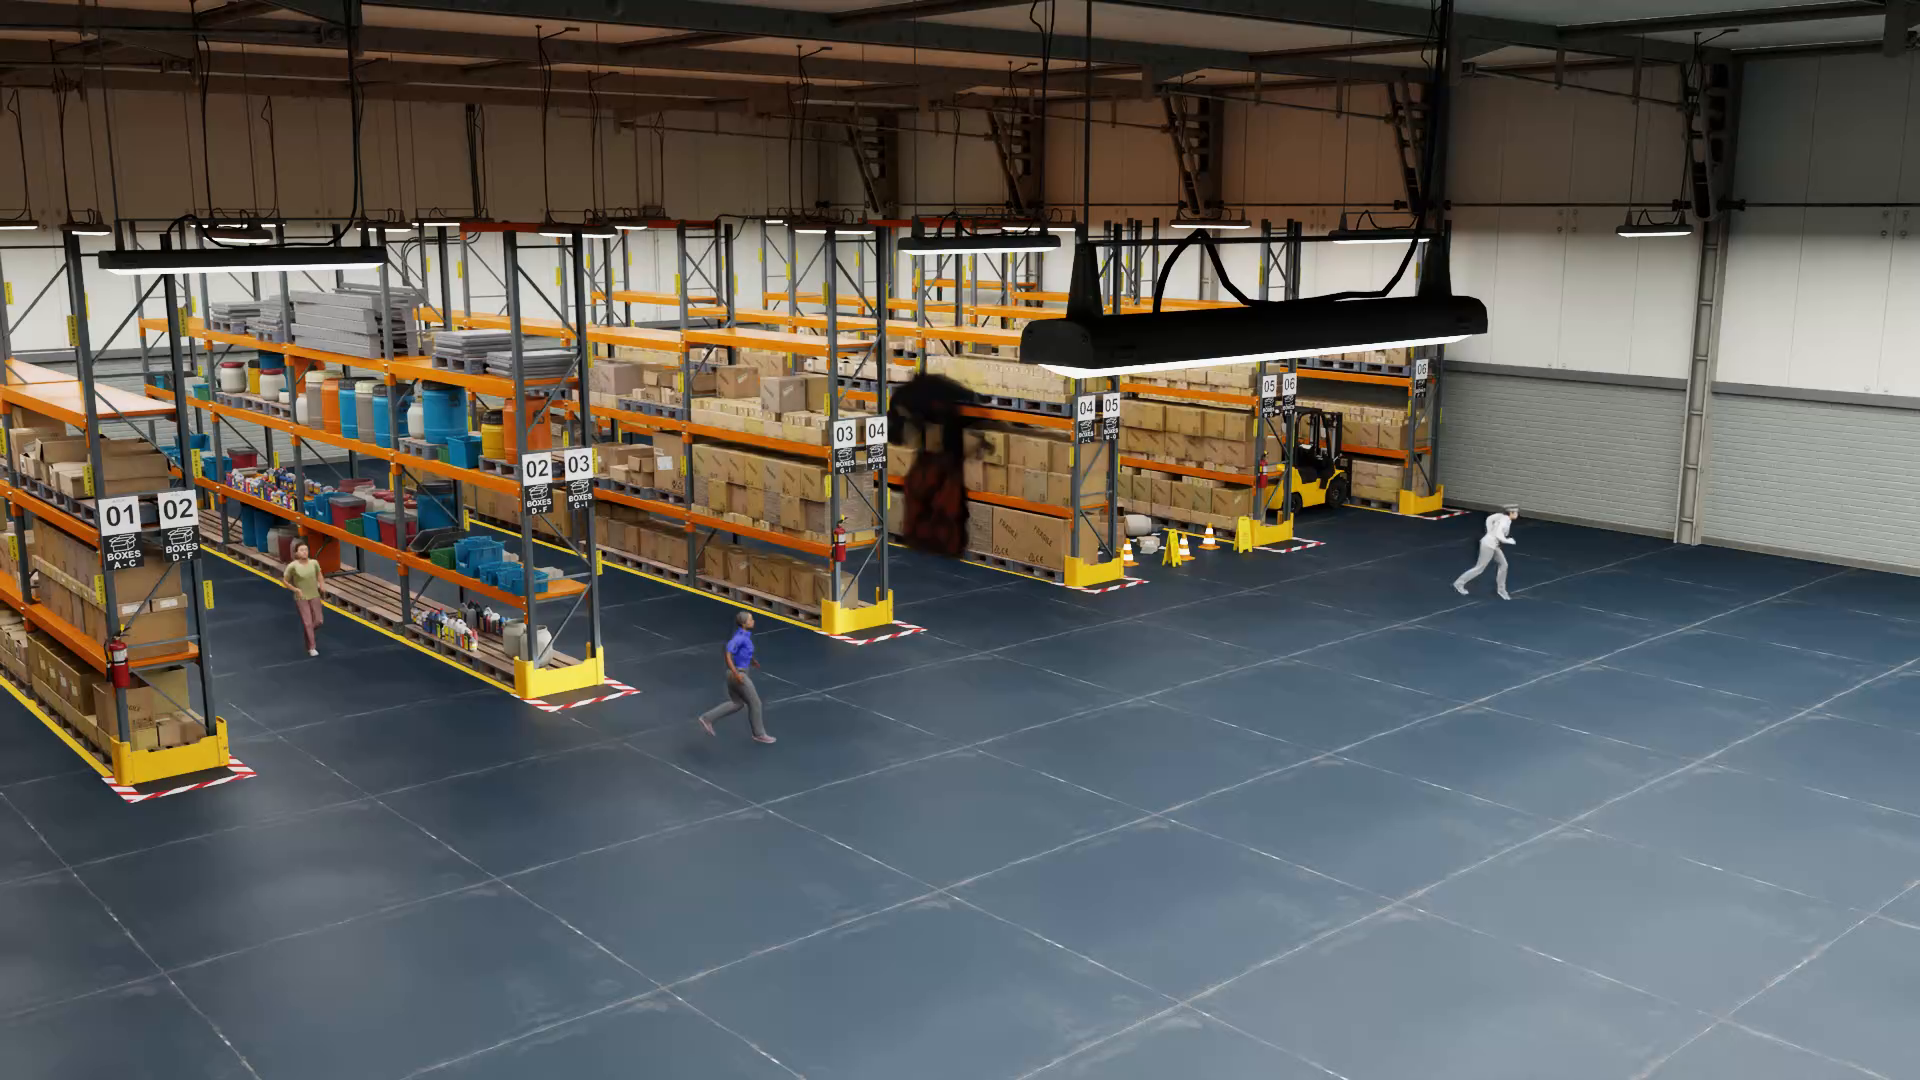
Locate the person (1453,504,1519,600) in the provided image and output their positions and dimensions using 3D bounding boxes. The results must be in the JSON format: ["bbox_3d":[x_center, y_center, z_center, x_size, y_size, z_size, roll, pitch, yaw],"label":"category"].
[{"bbox_3d":[8.555,0.190,27.061,0.965,1.625,0.658,3,12,13],"label":"person"}]

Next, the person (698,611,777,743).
[{"bbox_3d":[-2.637,1.646,19.657,0.913,1.638,0.600,-2,12,-10],"label":"person"}]

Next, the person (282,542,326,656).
[{"bbox_3d":[-9.332,0.839,23.719,0.581,1.601,0.566,-9,15,-38],"label":"person"}]
